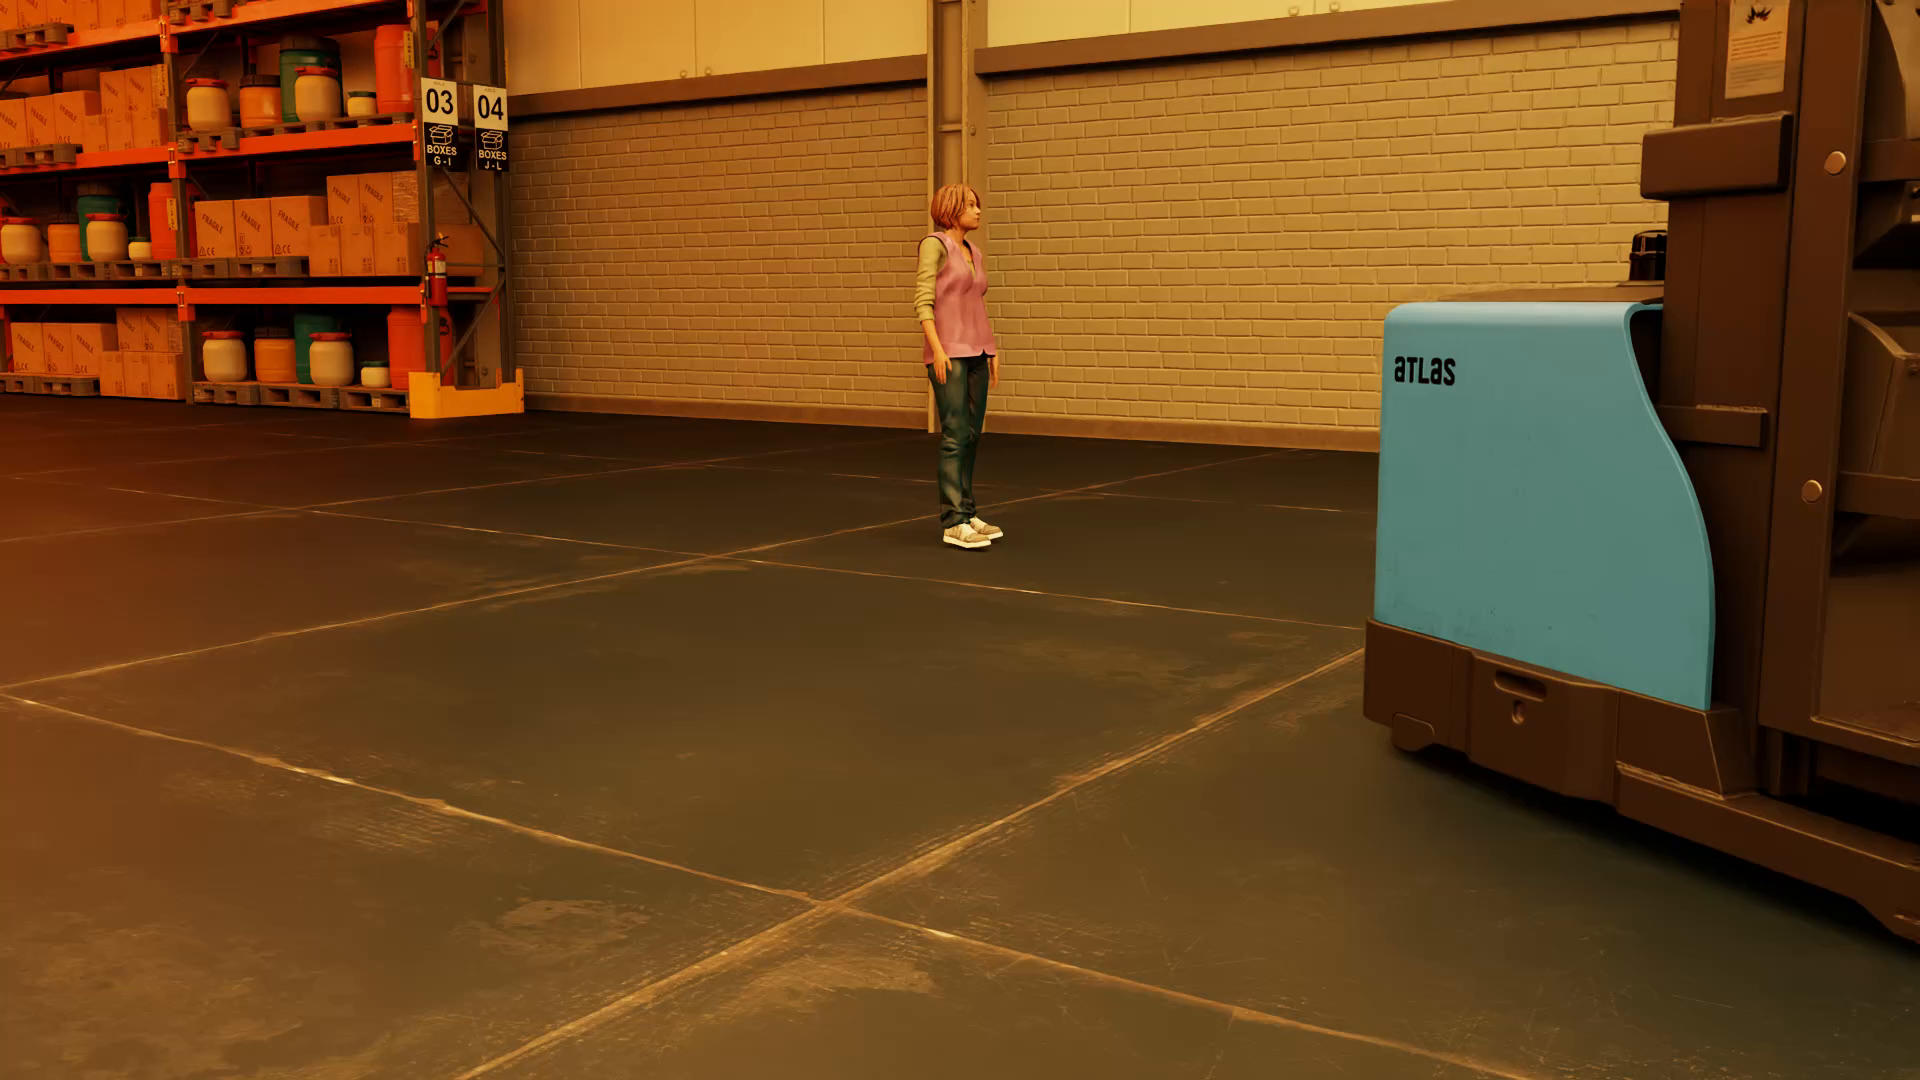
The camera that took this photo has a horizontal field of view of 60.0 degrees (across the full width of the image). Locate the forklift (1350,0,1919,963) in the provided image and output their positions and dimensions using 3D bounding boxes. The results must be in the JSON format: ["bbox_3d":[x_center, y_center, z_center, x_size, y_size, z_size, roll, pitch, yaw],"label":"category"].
[{"bbox_3d":[2.030,-0.798,2.806,1.130,2.935,3.031,-4,9,-24],"label":"forklift"}]

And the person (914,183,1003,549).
[{"bbox_3d":[0.053,-0.791,7.438,0.475,1.597,0.520,5,10,34],"label":"person"}]
